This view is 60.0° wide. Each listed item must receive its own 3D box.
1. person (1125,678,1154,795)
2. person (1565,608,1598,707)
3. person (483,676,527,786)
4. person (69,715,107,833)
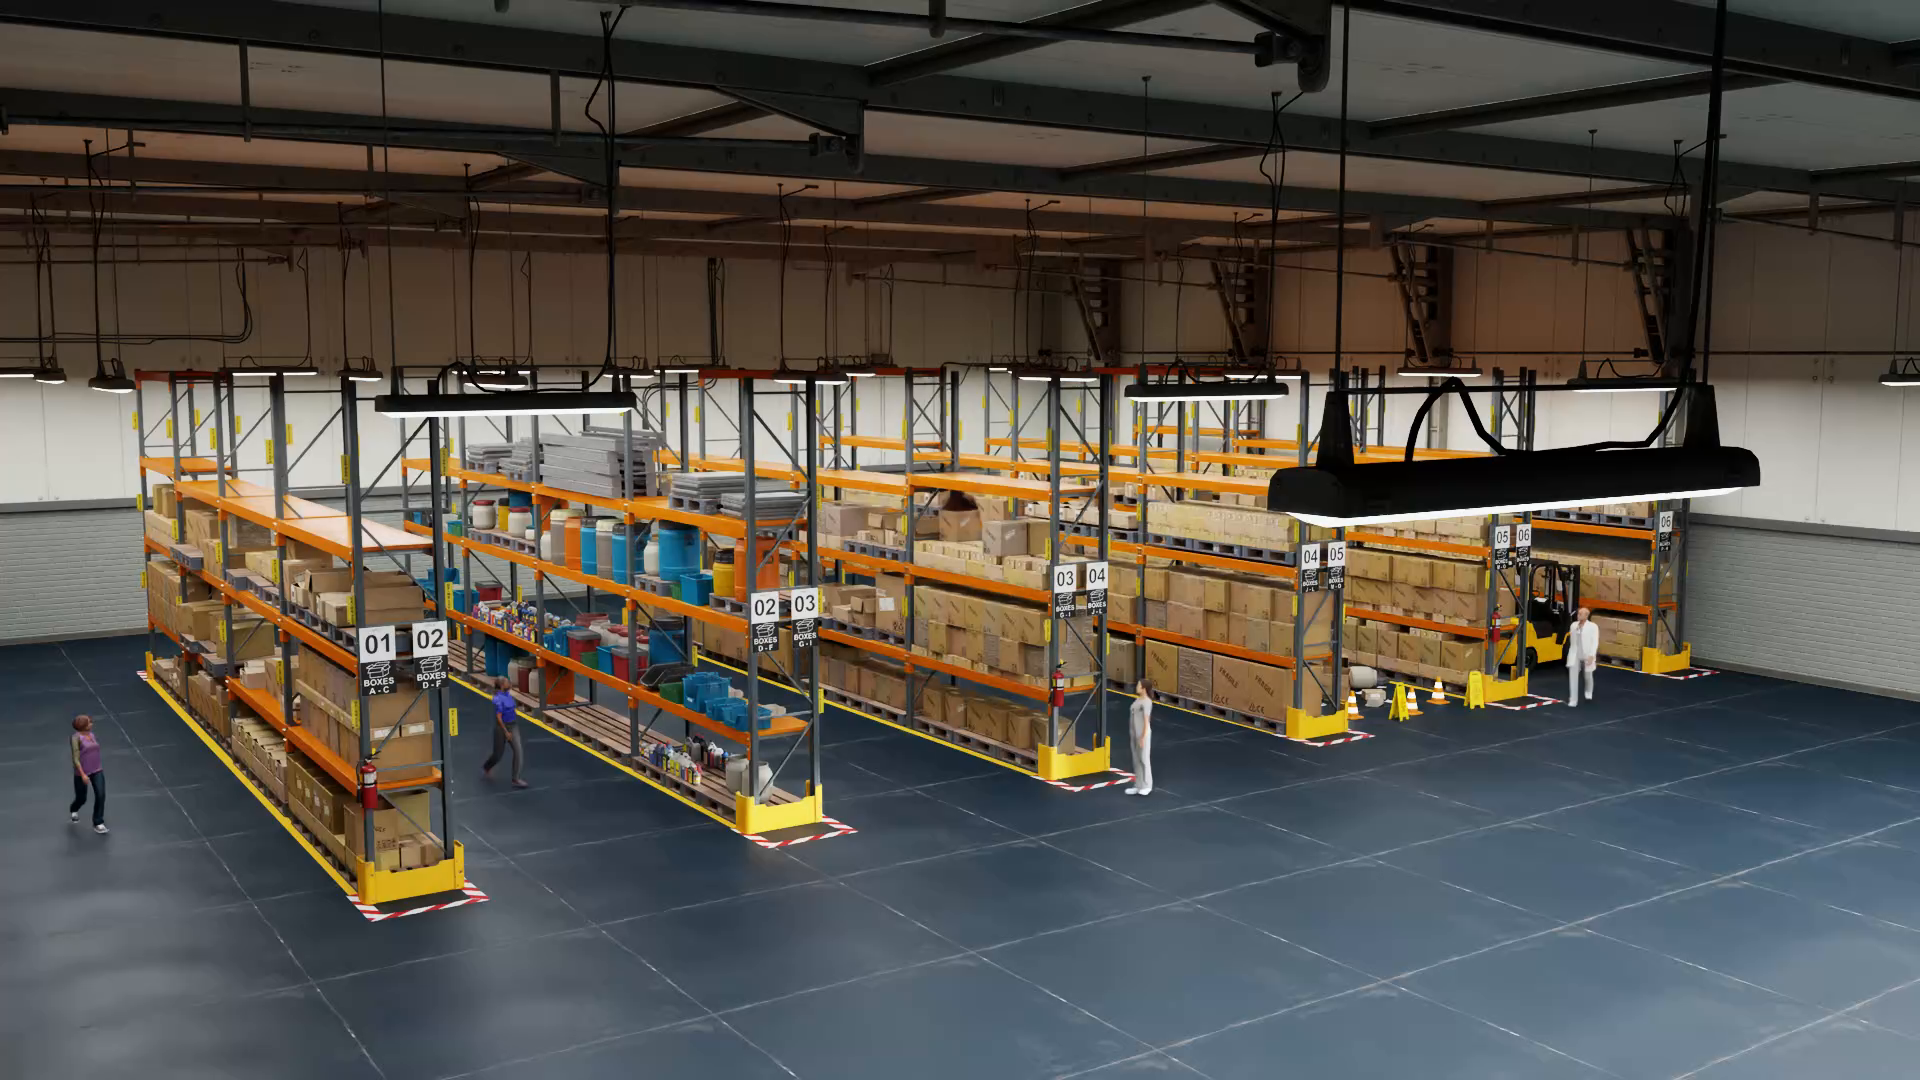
[{"bbox_3d":[2.586,2.813,23.834,0.374,1.676,0.539,-3,7,-25],"label":"person"},{"bbox_3d":[11.183,2.086,29.885,0.531,1.747,1.079,3,7,25],"label":"person"},{"bbox_3d":[-6.694,2.774,24.382,0.414,1.599,0.878,-6,9,-44],"label":"person"},{"bbox_3d":[-11.571,3.071,22.006,0.393,1.548,0.779,-6,9,-45],"label":"person"}]
